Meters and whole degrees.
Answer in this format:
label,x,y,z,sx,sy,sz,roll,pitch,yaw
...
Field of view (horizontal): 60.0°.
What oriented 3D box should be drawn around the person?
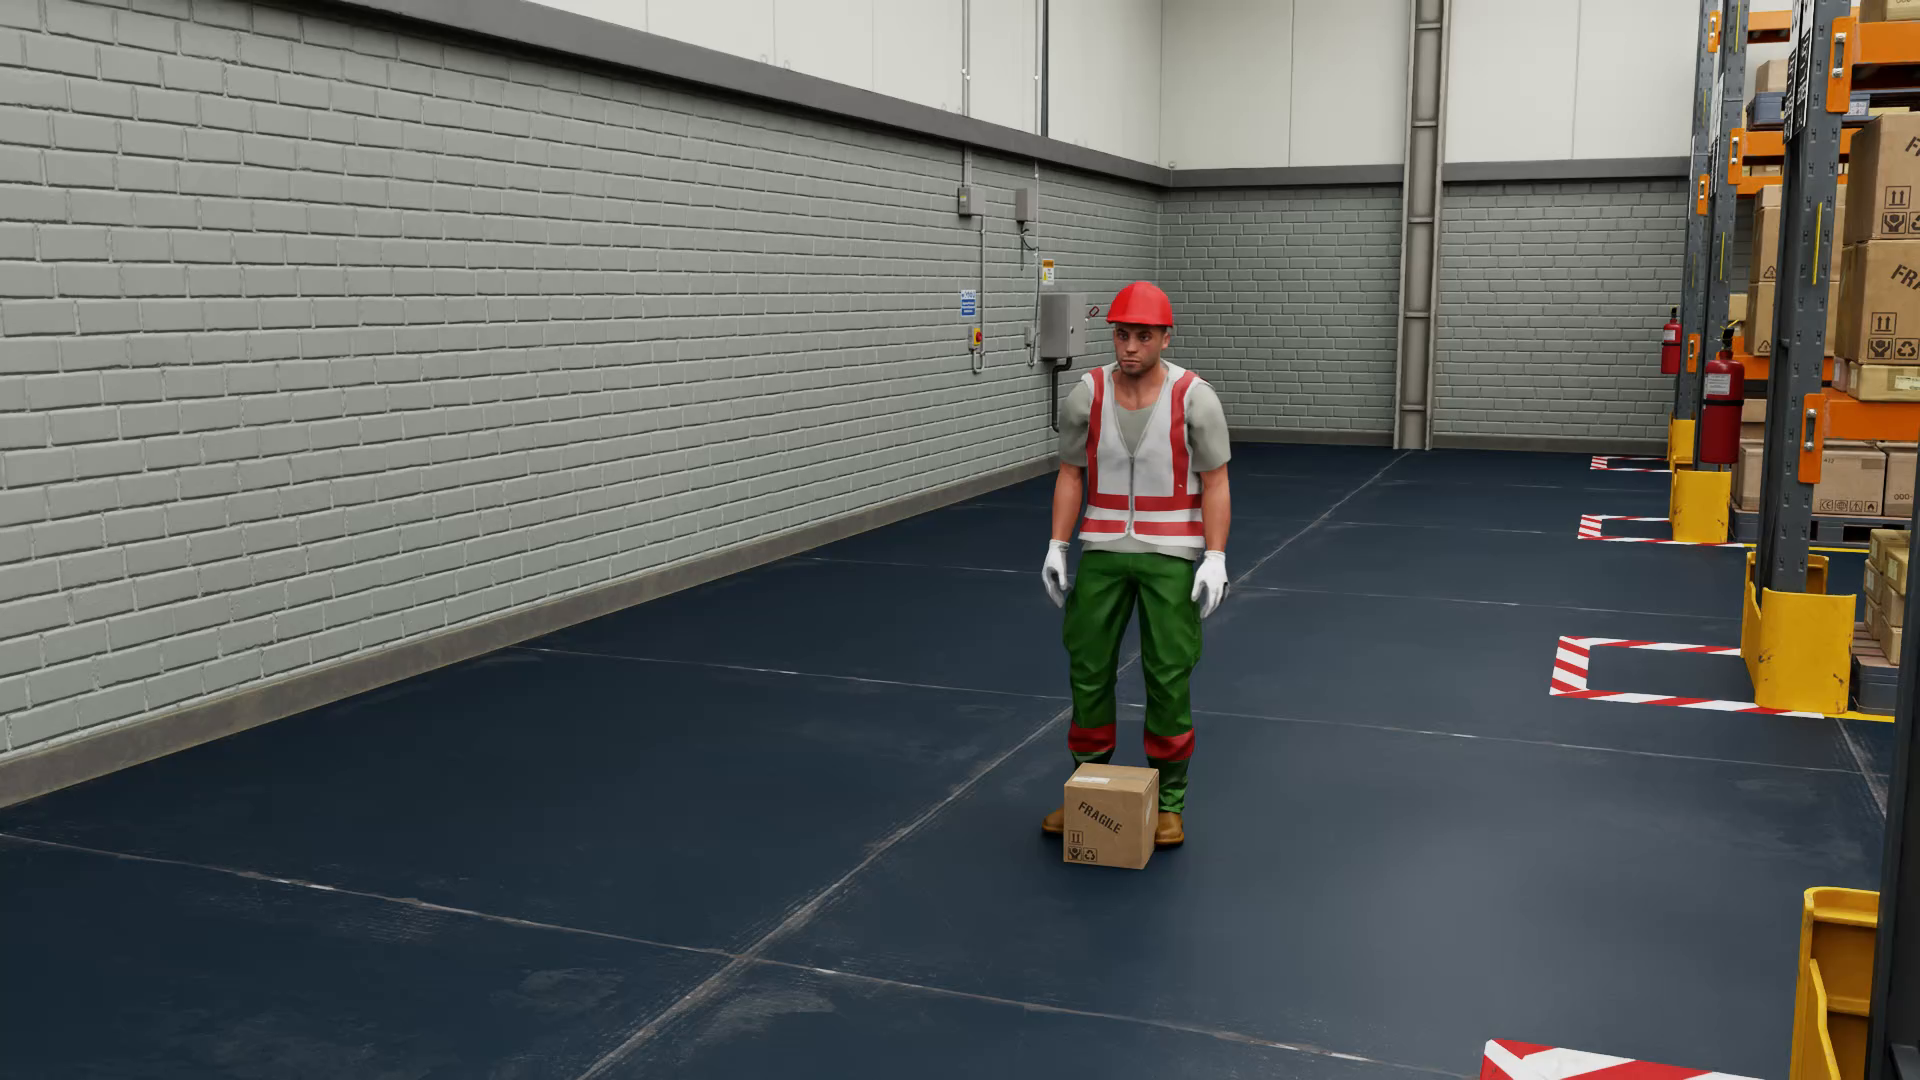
label,x,y,z,sx,sy,sz,roll,pitch,yaw
person,0.557,0.075,5.297,0.609,1.779,0.454,3,9,21
